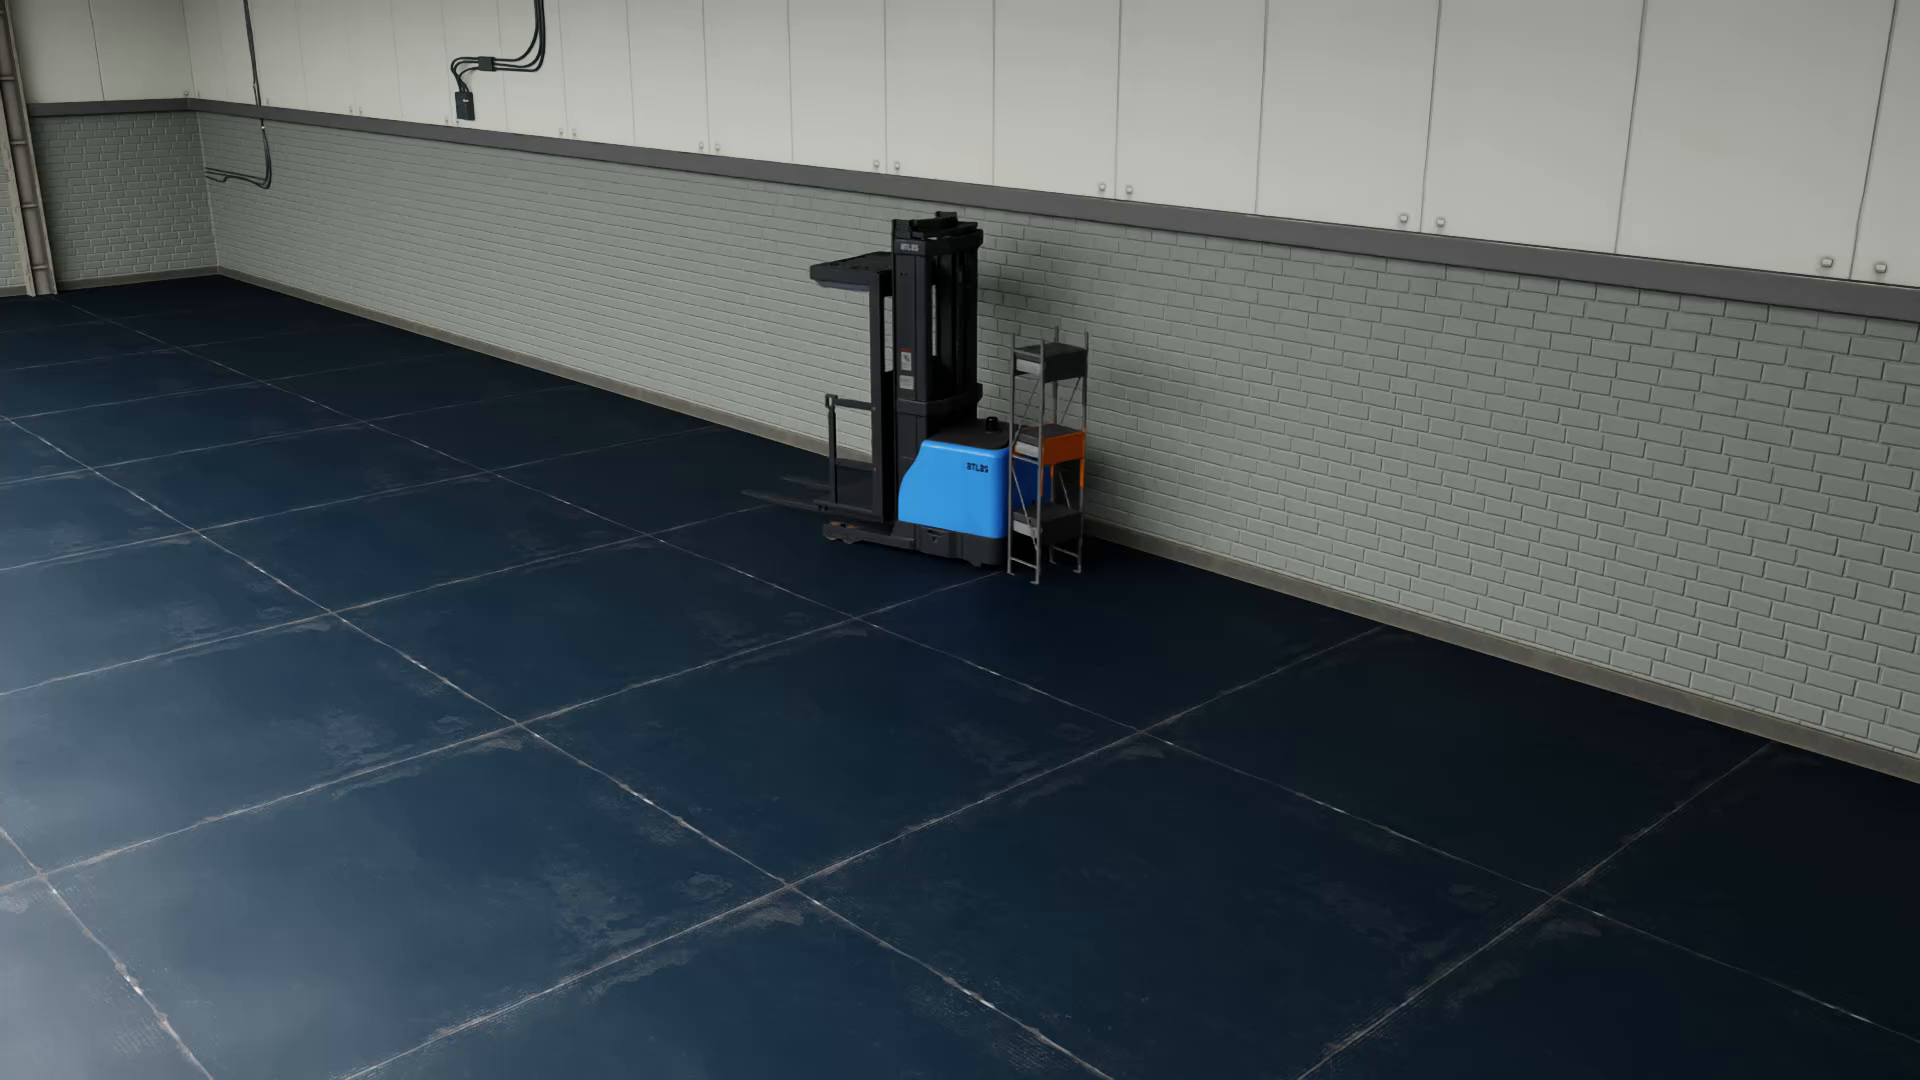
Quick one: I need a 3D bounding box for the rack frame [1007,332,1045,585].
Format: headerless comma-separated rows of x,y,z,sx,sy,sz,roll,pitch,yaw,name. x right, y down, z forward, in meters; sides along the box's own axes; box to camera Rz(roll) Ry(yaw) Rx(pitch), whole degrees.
0.547,-0.668,13.896,0.015,2.100,0.400,-14,22,-37,rack frame

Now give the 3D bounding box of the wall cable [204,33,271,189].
-12.436,-7.285,28.162,0.112,2.526,3.097,-16,24,-41,wall cable

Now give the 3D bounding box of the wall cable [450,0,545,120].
-5.925,-8.249,20.586,0.169,6.003,2.305,-16,24,-41,wall cable

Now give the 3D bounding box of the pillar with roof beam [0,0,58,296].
-12.528,-7.469,23.696,0.400,9.000,9.100,-16,24,-41,pillar with roof beam

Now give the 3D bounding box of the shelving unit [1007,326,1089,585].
0.737,-0.714,14.043,0.503,2.100,0.431,-14,22,-37,shelving unit

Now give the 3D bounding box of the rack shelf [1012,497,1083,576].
0.733,-0.034,14.260,0.480,0.518,0.431,-14,22,-37,rack shelf

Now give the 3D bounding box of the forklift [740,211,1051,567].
-0.660,-1.483,15.070,3.031,2.935,1.130,11,21,31,forklift

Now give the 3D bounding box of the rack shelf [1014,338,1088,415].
0.740,-1.368,13.834,0.480,0.518,0.431,-14,22,-37,rack shelf

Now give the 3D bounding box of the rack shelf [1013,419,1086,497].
0.736,-0.701,14.047,0.480,0.518,0.431,-14,22,-37,rack shelf

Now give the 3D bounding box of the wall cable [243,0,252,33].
-10.577,-9.081,25.513,0.112,2.526,3.097,-16,24,-41,wall cable

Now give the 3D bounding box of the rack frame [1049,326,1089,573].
0.926,-0.760,14.190,0.015,2.100,0.400,-14,22,-37,rack frame
